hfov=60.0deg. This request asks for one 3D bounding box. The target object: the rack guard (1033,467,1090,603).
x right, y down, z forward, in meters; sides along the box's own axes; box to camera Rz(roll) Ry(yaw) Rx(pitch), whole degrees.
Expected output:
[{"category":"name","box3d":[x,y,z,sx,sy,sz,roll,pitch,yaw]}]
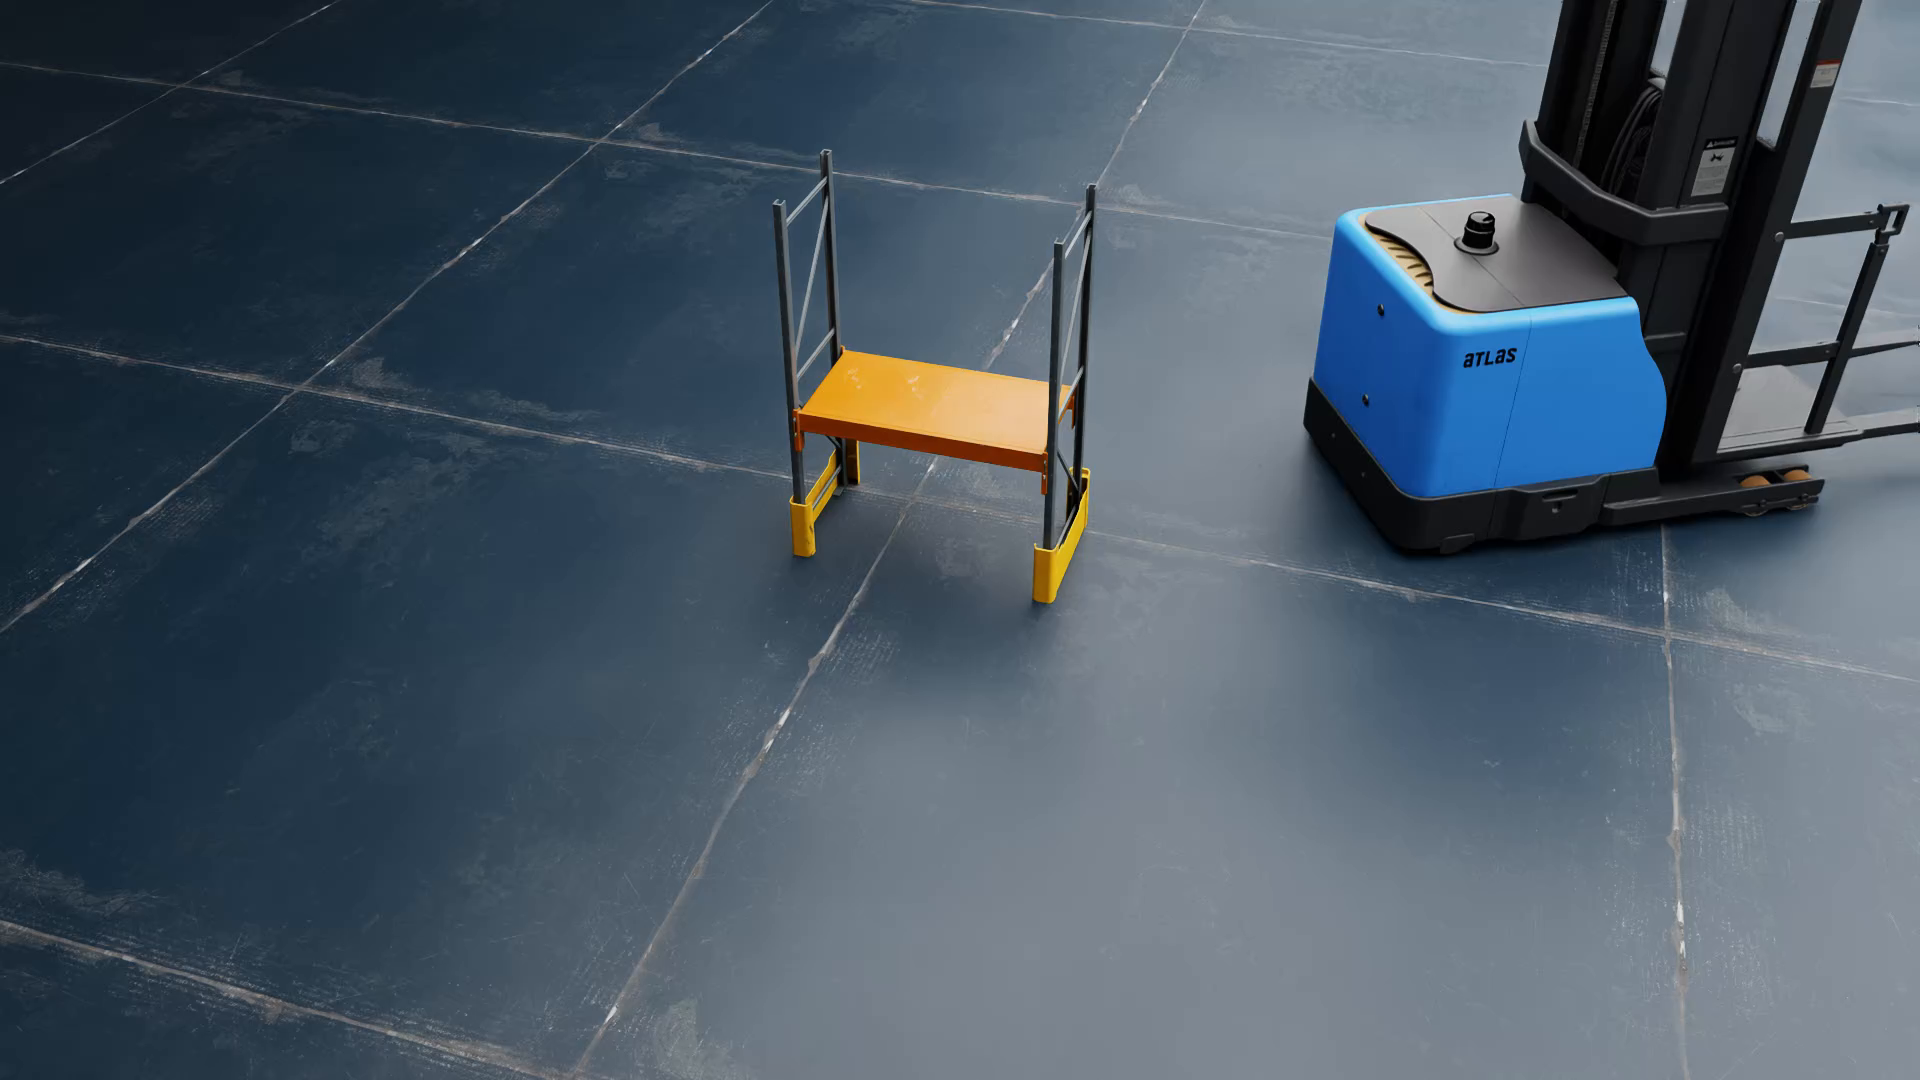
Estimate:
[{"category":"rack guard","box3d":[0.403,-0.026,6.575,0.087,0.250,0.587,10,38,14]}]

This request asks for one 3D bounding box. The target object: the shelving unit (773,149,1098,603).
[{"category":"shelving unit","box3d":[-0.073,-0.618,6.324,1.083,1.500,0.587,10,38,14]}]

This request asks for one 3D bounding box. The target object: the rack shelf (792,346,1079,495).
[{"category":"rack shelf","box3d":[-0.081,-0.474,6.433,1.000,0.185,0.538,10,38,14]}]

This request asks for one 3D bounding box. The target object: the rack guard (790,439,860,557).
[{"category":"rack guard","box3d":[-0.548,-0.202,6.814,0.087,0.250,0.587,10,38,14]}]

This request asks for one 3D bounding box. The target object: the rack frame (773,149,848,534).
[{"category":"rack frame","box3d":[-0.567,-0.709,6.448,0.032,1.500,0.500,10,38,14]}]

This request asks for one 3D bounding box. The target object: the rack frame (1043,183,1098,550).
[{"category":"rack frame","box3d":[0.404,-0.529,6.204,0.032,1.500,0.500,10,38,14]}]

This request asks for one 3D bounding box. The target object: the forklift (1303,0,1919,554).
[{"category":"forklift","box3d":[3.084,-1.576,6.419,3.031,2.935,1.130,-8,37,-10]}]
